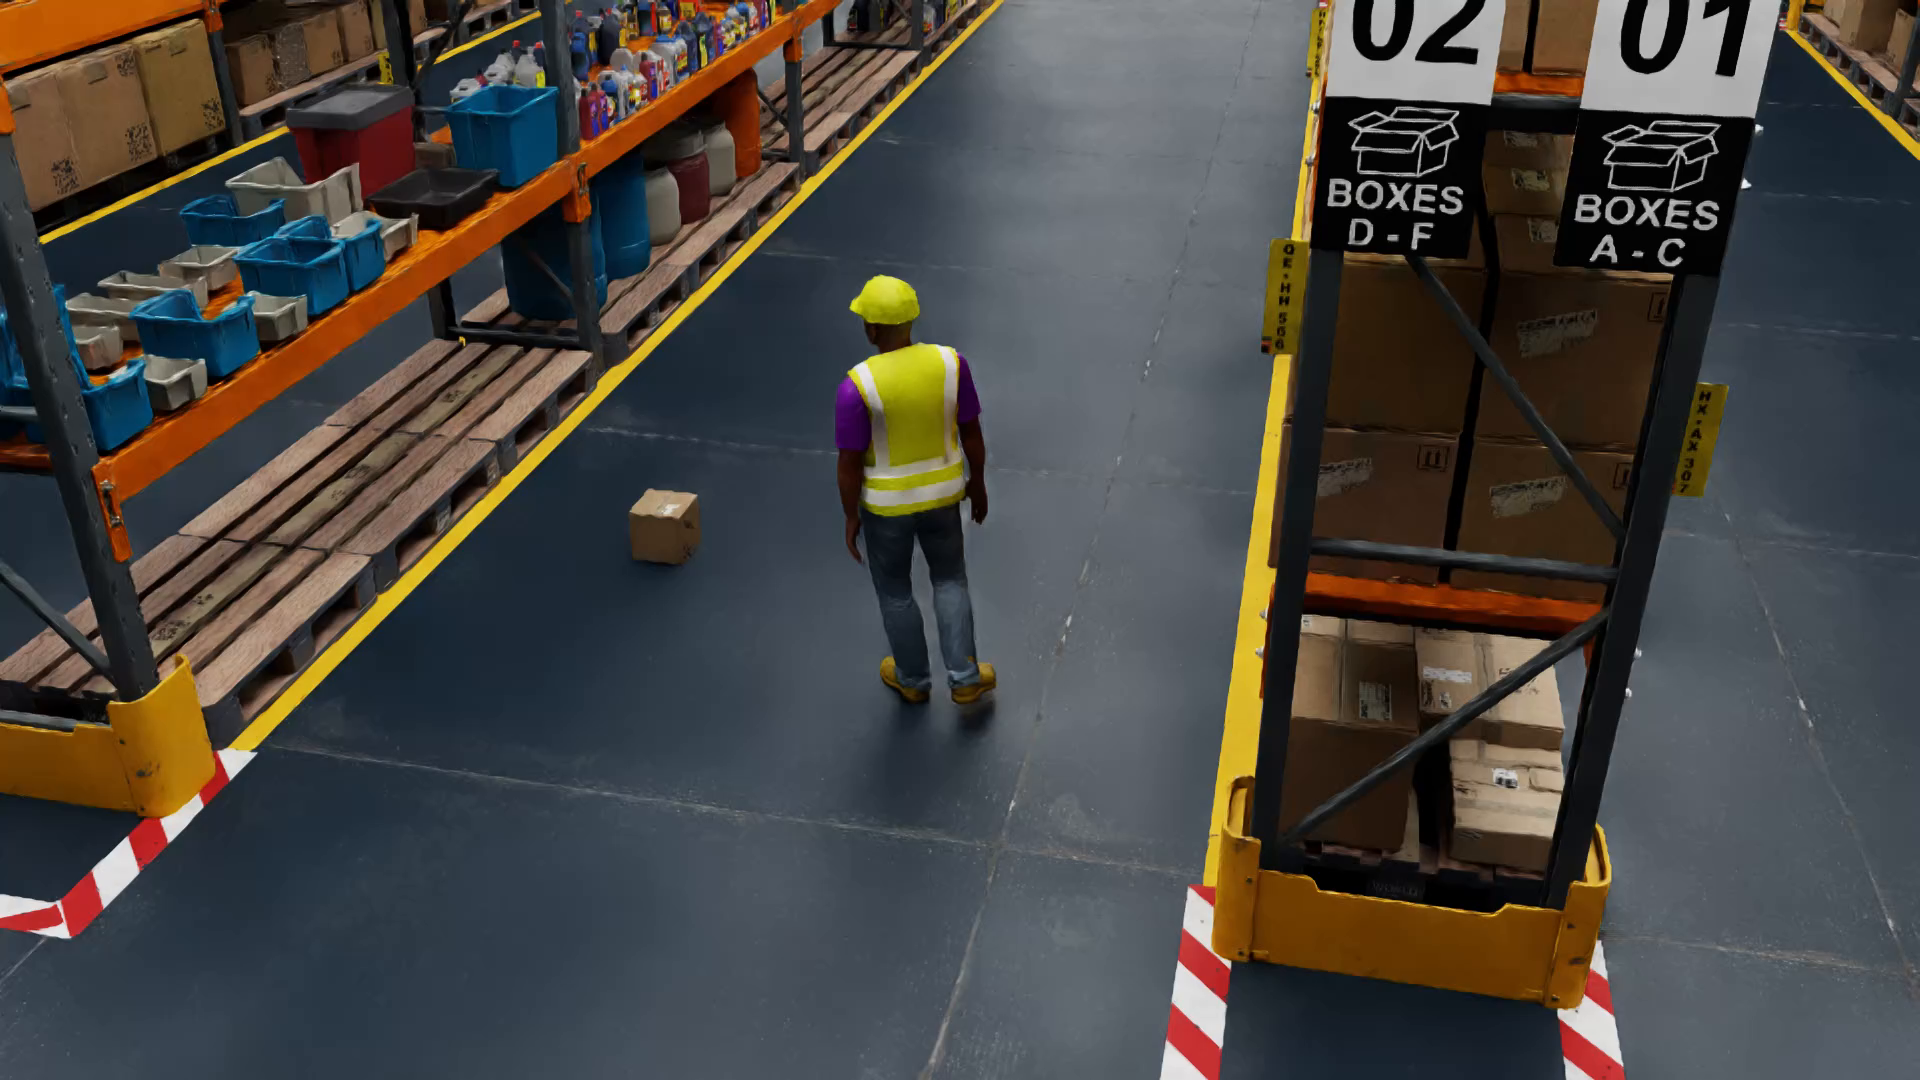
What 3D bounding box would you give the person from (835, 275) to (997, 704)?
[{"bbox_3d":[-0.165,-0.138,6.353,0.613,1.754,0.570,-11,30,-19],"label":"person"}]
